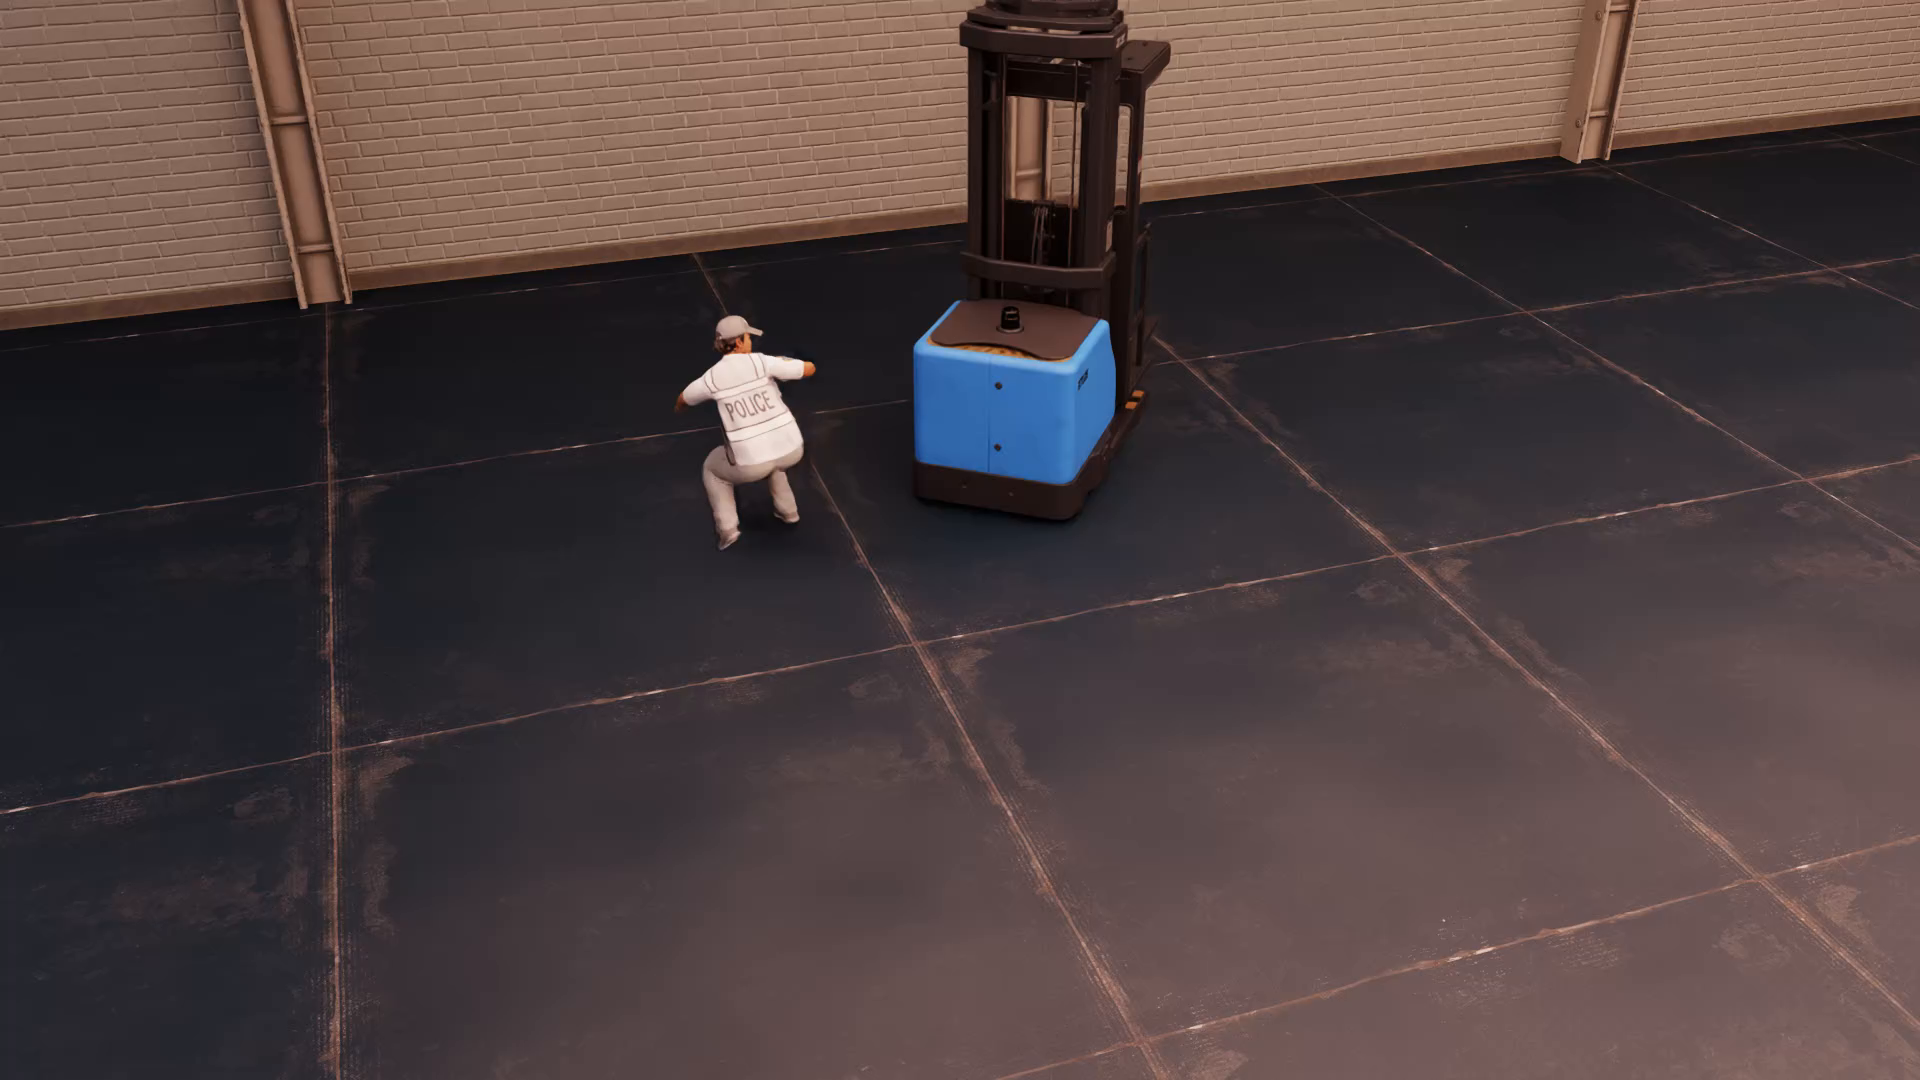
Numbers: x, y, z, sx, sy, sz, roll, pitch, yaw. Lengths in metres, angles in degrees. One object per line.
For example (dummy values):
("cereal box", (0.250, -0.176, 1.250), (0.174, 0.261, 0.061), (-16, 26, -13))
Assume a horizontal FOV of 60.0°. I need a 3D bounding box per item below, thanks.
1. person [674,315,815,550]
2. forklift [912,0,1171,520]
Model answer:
("person", (-1.247, -0.667, 9.820), (0.739, 1.414, 0.910), (-12, 32, -21))
("forklift", (0.674, -2.113, 10.759), (1.130, 2.935, 3.031), (10, 31, 17))
